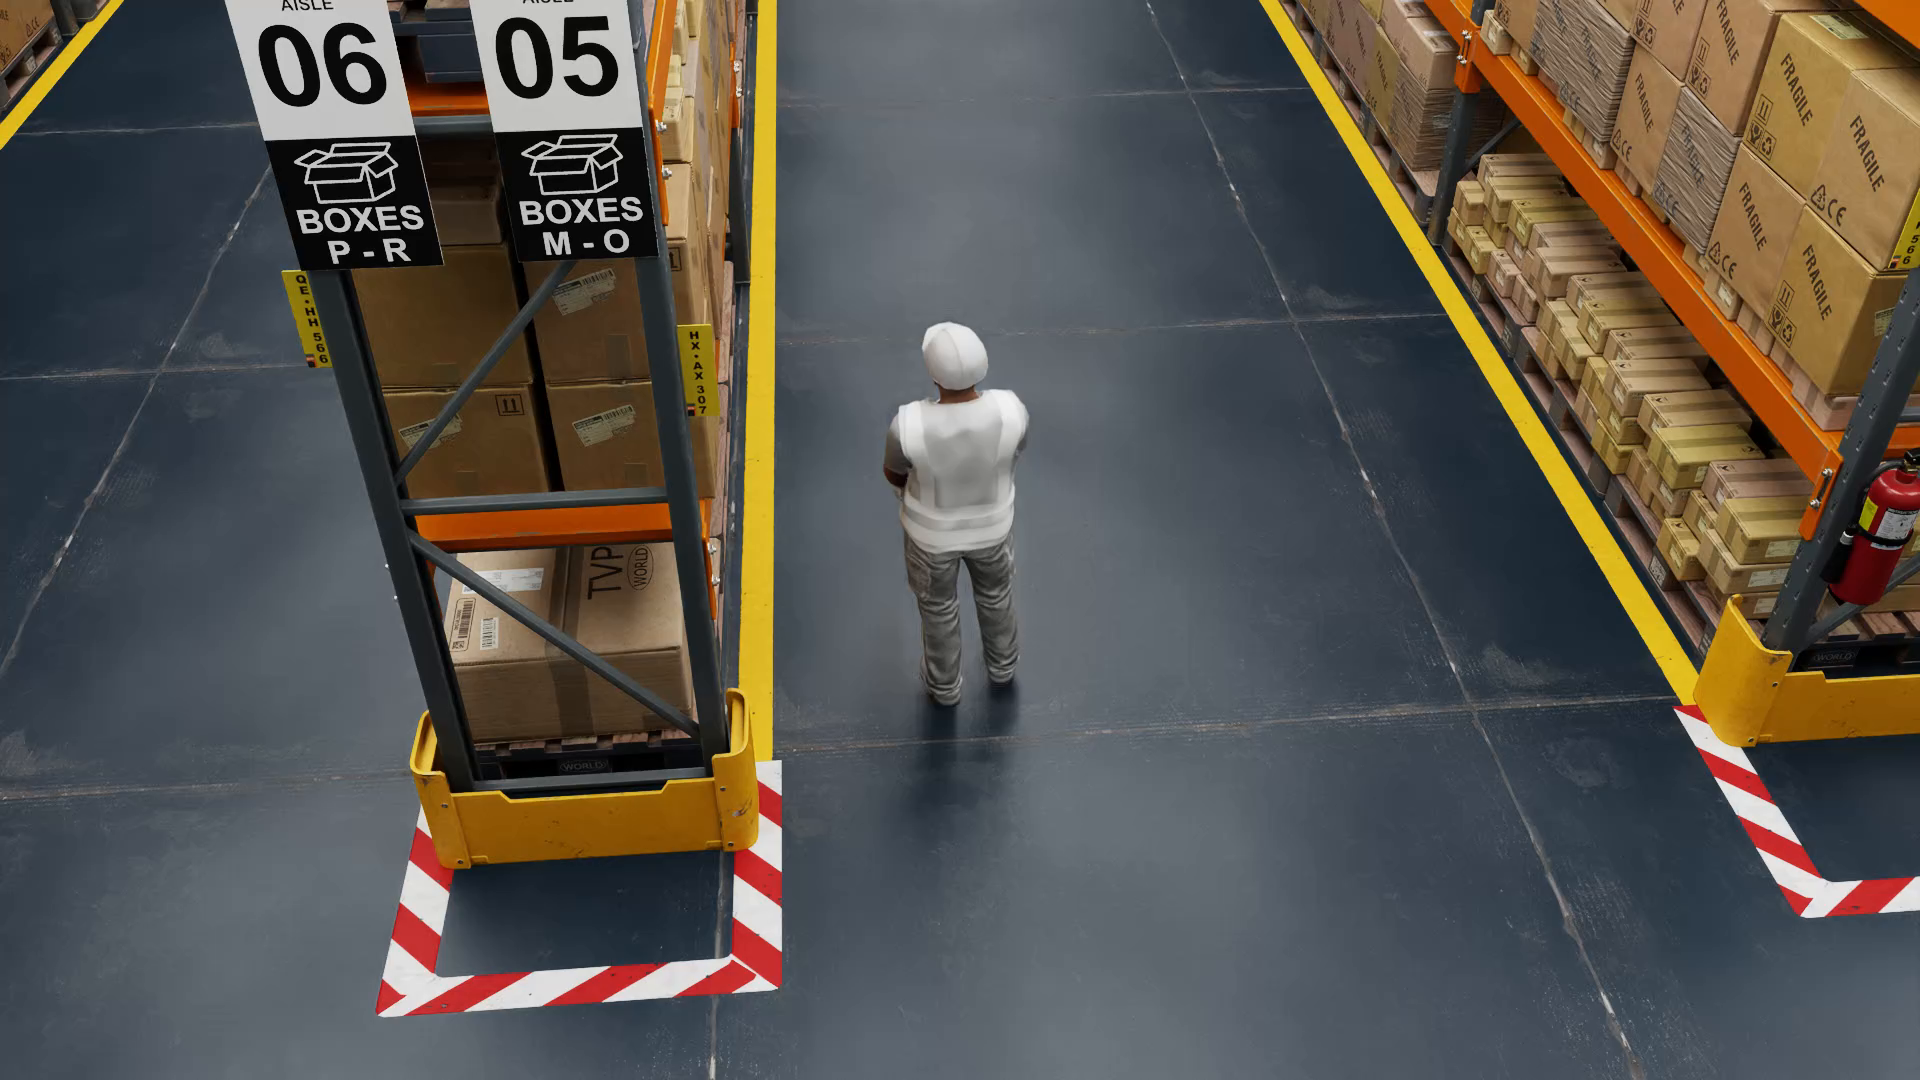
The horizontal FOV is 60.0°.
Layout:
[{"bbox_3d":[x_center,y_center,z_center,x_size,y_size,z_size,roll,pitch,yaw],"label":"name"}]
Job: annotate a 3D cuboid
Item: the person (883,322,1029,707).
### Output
[{"bbox_3d":[-0.015,-0.103,6.261,0.554,1.786,0.531,-8,39,-10],"label":"person"}]
